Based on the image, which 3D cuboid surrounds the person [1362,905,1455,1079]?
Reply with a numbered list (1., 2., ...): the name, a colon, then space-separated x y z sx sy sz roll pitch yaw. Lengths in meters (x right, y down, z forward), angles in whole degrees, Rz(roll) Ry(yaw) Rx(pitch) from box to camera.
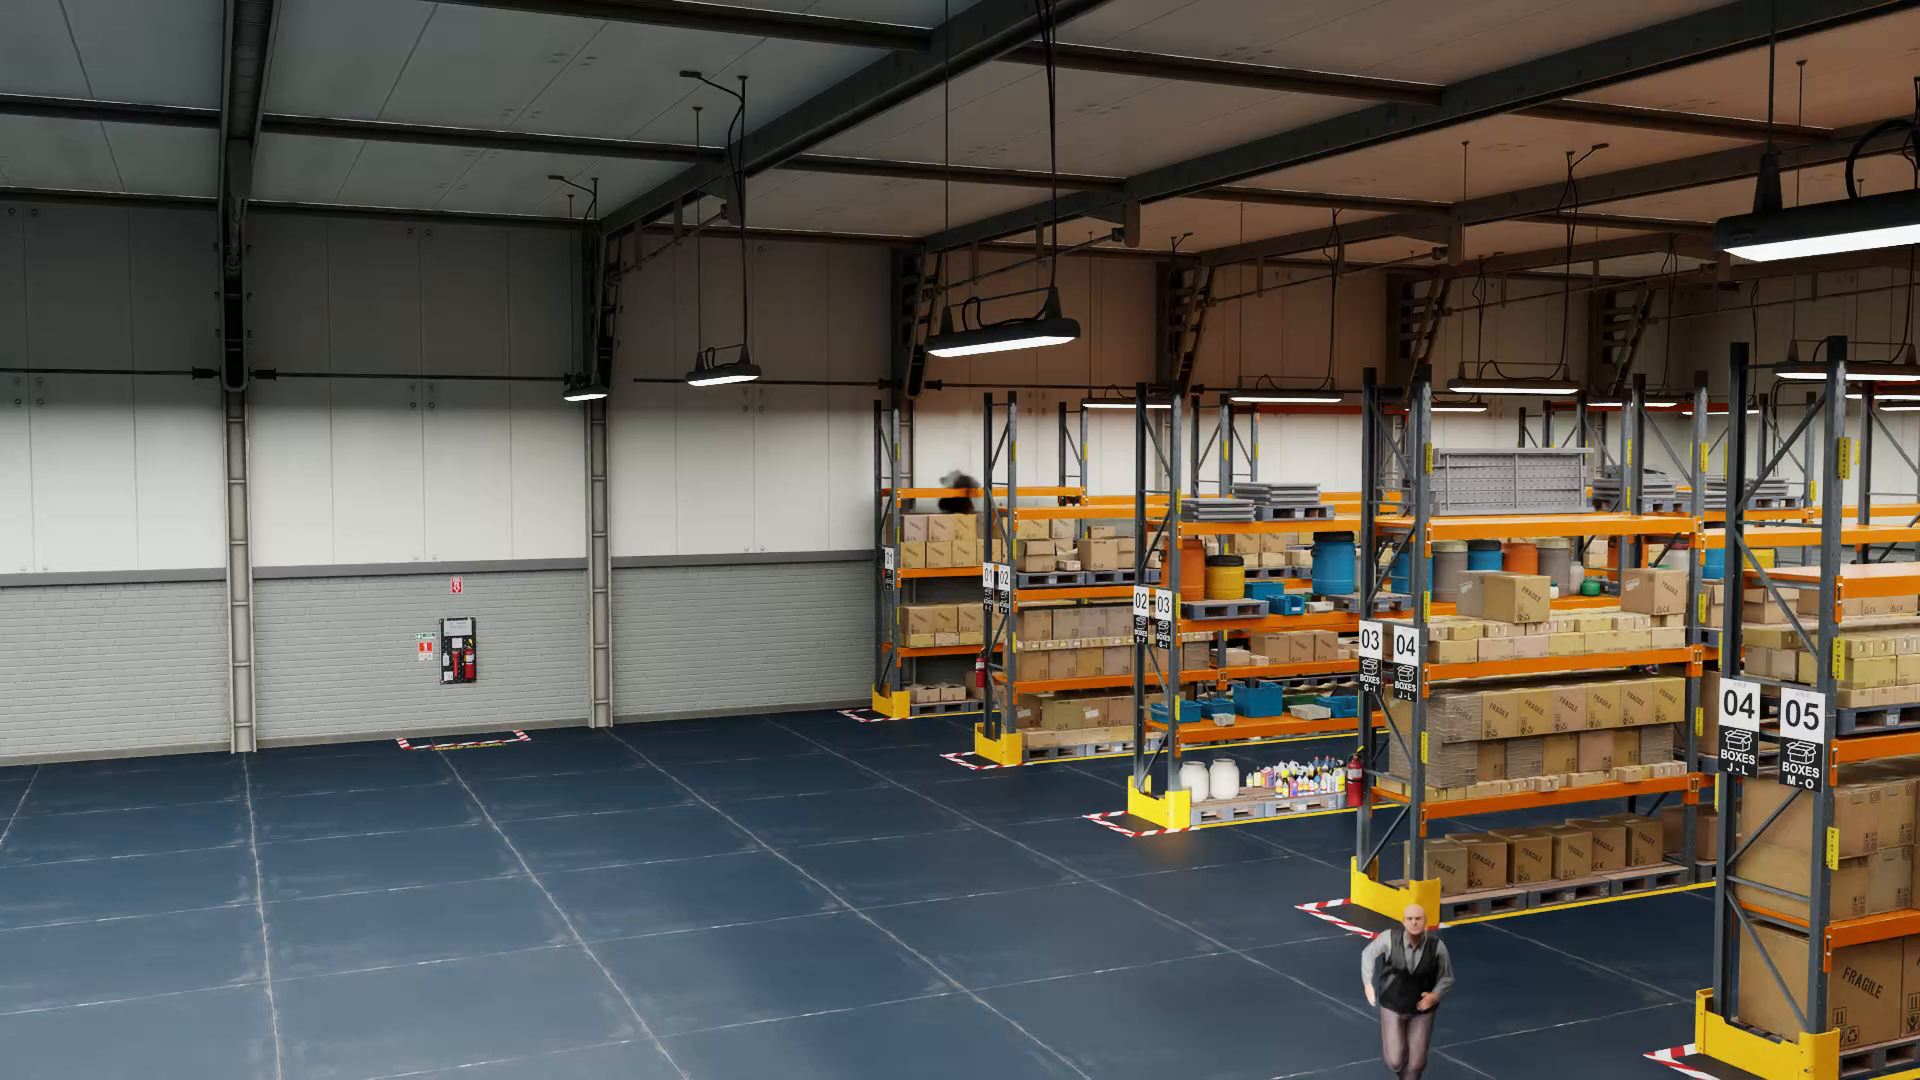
1. person: 3.431 3.605 12.760 0.693 1.674 0.685 1 3 15
